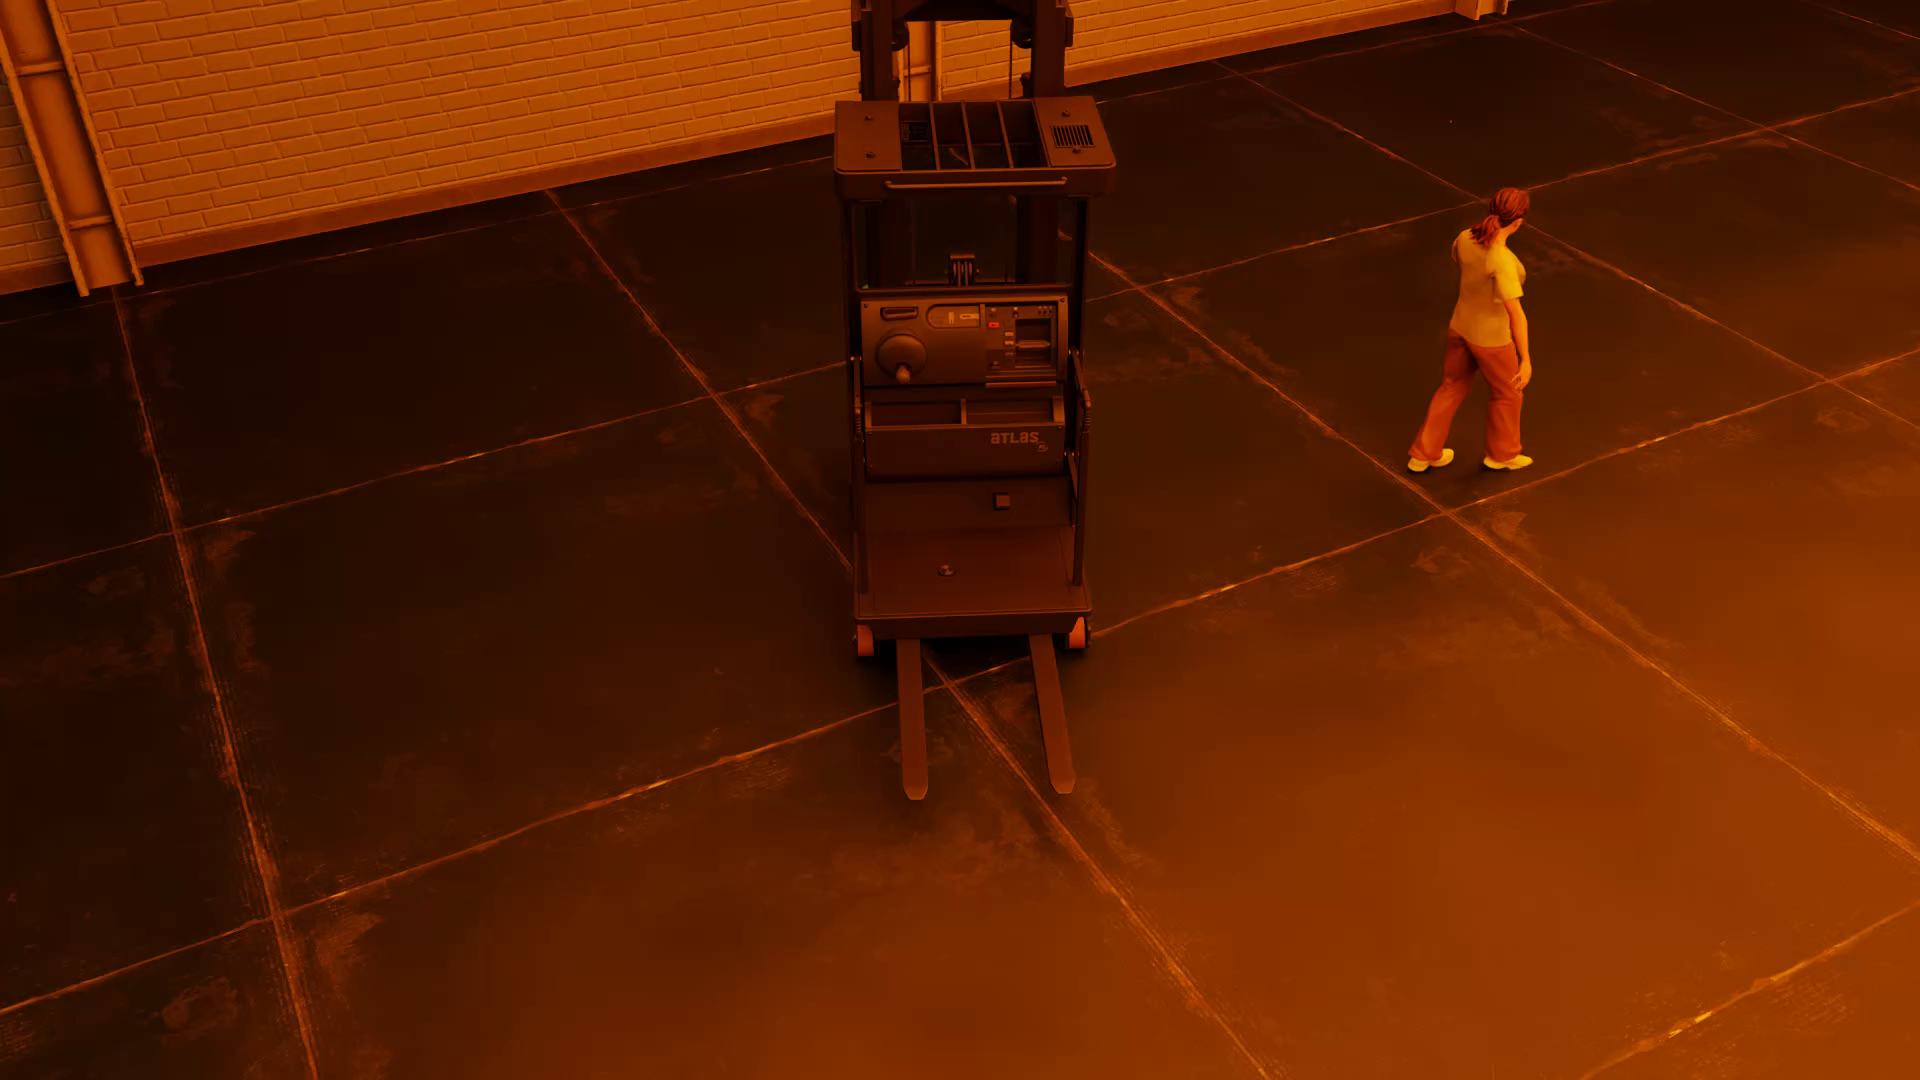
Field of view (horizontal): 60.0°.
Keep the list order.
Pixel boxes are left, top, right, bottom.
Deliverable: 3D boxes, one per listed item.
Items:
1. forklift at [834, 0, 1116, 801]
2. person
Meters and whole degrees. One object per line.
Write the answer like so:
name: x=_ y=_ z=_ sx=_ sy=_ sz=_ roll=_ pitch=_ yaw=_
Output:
forklift: x=0.036 y=-0.839 z=7.309 sx=1.130 sy=2.935 sz=3.031 roll=-2 pitch=35 yaw=-3
person: x=2.839 y=-1.073 z=8.775 sx=0.707 sy=1.670 sz=0.898 roll=-14 pitch=38 yaw=-19
